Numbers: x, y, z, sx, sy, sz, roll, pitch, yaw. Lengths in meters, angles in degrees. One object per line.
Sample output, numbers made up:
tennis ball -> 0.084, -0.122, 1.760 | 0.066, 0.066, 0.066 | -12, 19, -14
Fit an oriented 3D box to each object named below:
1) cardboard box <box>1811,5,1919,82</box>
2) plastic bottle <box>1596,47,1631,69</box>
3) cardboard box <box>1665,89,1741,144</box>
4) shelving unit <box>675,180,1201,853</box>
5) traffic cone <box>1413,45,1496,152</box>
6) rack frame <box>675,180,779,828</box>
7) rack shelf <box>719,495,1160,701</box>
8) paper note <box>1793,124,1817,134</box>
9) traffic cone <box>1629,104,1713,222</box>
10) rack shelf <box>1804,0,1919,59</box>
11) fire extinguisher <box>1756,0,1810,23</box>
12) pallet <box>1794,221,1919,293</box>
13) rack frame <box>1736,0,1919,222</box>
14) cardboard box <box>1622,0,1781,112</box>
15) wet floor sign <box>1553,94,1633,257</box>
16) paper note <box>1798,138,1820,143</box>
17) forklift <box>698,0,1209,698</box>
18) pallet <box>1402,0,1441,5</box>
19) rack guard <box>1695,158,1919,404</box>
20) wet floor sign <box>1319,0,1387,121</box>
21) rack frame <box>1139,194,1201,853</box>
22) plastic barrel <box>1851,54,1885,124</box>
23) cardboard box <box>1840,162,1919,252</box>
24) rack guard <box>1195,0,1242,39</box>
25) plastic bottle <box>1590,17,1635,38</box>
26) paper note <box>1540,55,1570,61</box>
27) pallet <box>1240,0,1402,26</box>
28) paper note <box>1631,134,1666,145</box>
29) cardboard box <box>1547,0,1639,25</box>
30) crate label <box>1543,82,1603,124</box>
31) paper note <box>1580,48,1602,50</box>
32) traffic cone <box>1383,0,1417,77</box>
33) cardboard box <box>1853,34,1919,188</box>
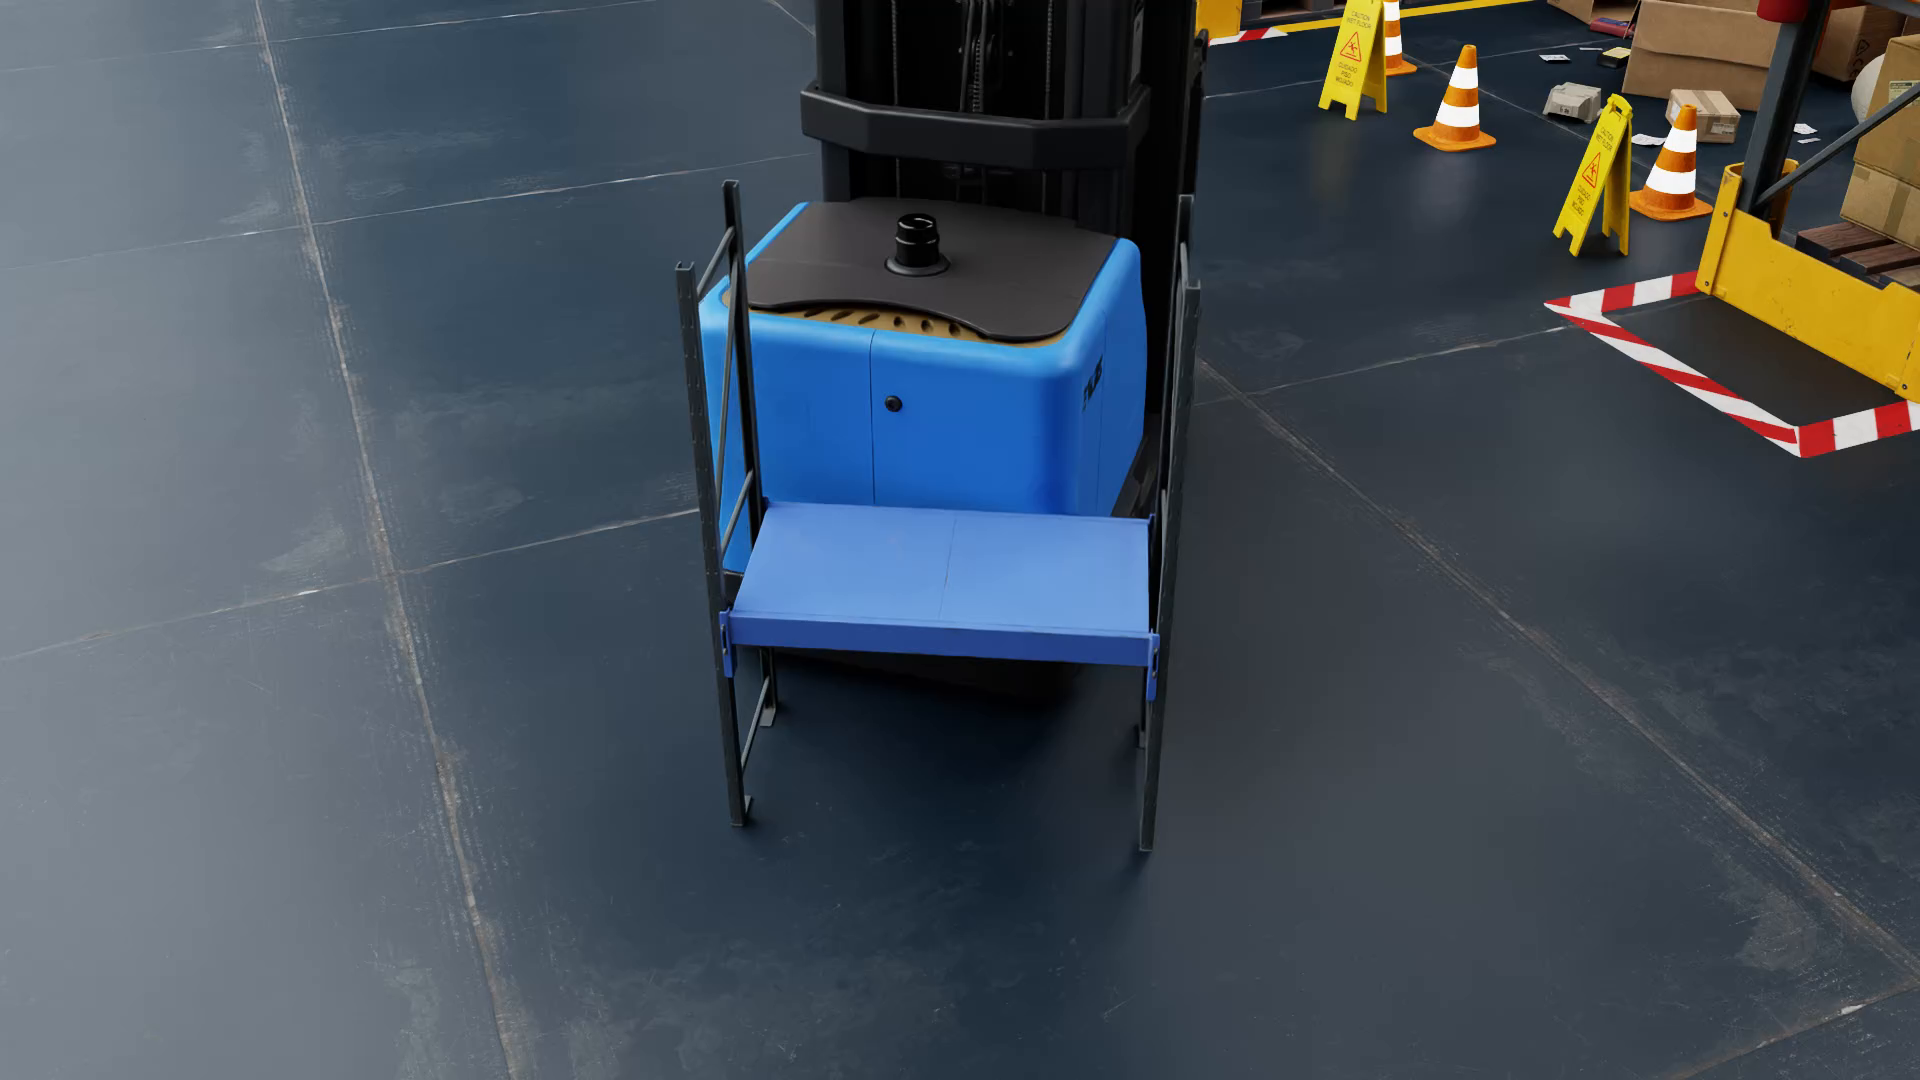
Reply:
cardboard box -> 4.825, -2.901, 9.123 | 0.503, 0.637, 0.797 | -13, 35, -19
plastic bottle -> 3.729, -2.733, 9.394 | 0.283, 0.061, 0.133 | -27, 42, -35
cardboard box -> 3.752, -2.143, 8.407 | 0.250, 0.149, 0.380 | 4, 33, 6
shelving unit -> -0.029, -0.023, 3.910 | 1.048, 1.500, 0.538 | 3, 33, 4
traffic cone -> 2.480, -2.208, 8.219 | 0.334, 0.463, 0.336 | -13, 35, -19
rack frame -> -0.535, -0.047, 3.948 | 0.032, 1.500, 0.500 | 3, 33, 4
rack shelf -> -0.029, 0.128, 4.008 | 1.000, 0.185, 0.538 | 3, 33, 4
paper note -> 4.269, -2.101, 8.461 | 0.142, 0.019, 0.148 | -2, 33, -2
traffic cone -> 3.223, -1.722, 7.472 | 0.334, 0.463, 0.336 | -13, 35, -19
rack shelf -> 5.170, -2.166, 6.488 | 4.000, 0.370, 1.077 | -13, 35, -19
fire extinguisher -> 3.042, -2.221, 5.983 | 0.183, 0.674, 0.296 | -13, 35, -19
pallet -> 4.159, -1.046, 6.665 | 1.213, 0.211, 1.003 | -13, 35, -19
rack frame -> 3.326, -2.045, 5.643 | 0.127, 3.000, 1.000 | -13, 35, -19
cardboard box -> 3.966, -2.643, 8.851 | 0.797, 0.503, 0.637 | 16, 36, 23
wet floor sign -> 2.737, -1.557, 7.051 | 0.232, 0.644, 0.267 | -2, 33, -2
paper note -> 4.243, -1.996, 8.308 | 0.123, 0.001, 0.032 | -13, 35, -19
forklift -> 0.206, -1.603, 5.025 | 1.130, 2.935, 3.031 | 9, 34, 14
pallet -> 3.147, -3.808, 10.909 | 1.213, 0.211, 1.003 | -13, 35, -19
rack guard -> 3.396, -1.014, 6.350 | 0.348, 0.500, 1.175 | -13, 35, -19
wet floor sign -> 2.057, -2.525, 8.538 | 0.232, 0.644, 0.267 | -19, 38, -27
rack frame -> 0.478, 0.002, 3.872 | 0.032, 1.500, 0.500 | 3, 33, 4
plastic barrel -> 4.645, -2.163, 8.186 | 0.421, 0.421, 0.512 | 10, 34, 14
cardboard box -> 3.990, -1.380, 6.757 | 0.500, 0.250, 0.500 | -13, 35, -19
rack guard -> 1.295, -3.460, 10.110 | 0.348, 0.500, 1.175 | -13, 35, -19
plastic bottle -> 3.896, -3.030, 9.851 | 0.133, 0.061, 0.283 | -27, 42, -35
paper note -> 3.382, -2.737, 9.429 | 0.142, 0.017, 0.144 | -2, 33, -2
pallet -> 2.024, -3.552, 10.516 | 1.213, 0.211, 1.003 | -13, 35, -19
paper note -> 3.427, -2.001, 8.298 | 0.142, 0.019, 0.148 | -27, 42, -35
cardboard box -> 3.971, -3.467, 10.118 | 0.500, 0.500, 0.500 | -7, 34, -11
crate label -> 3.181, -2.269, 8.611 | 0.250, 0.136, 0.298 | 23, 39, 30
paper note -> 3.642, -2.834, 9.597 | 0.123, 0.001, 0.032 | 4, 33, 6
traffic cone -> 2.356, -2.848, 9.203 | 0.334, 0.463, 0.336 | -13, 35, -19
cardboard box -> 3.964, -1.683, 6.536 | 0.500, 0.500, 0.500 | -13, 35, -19
